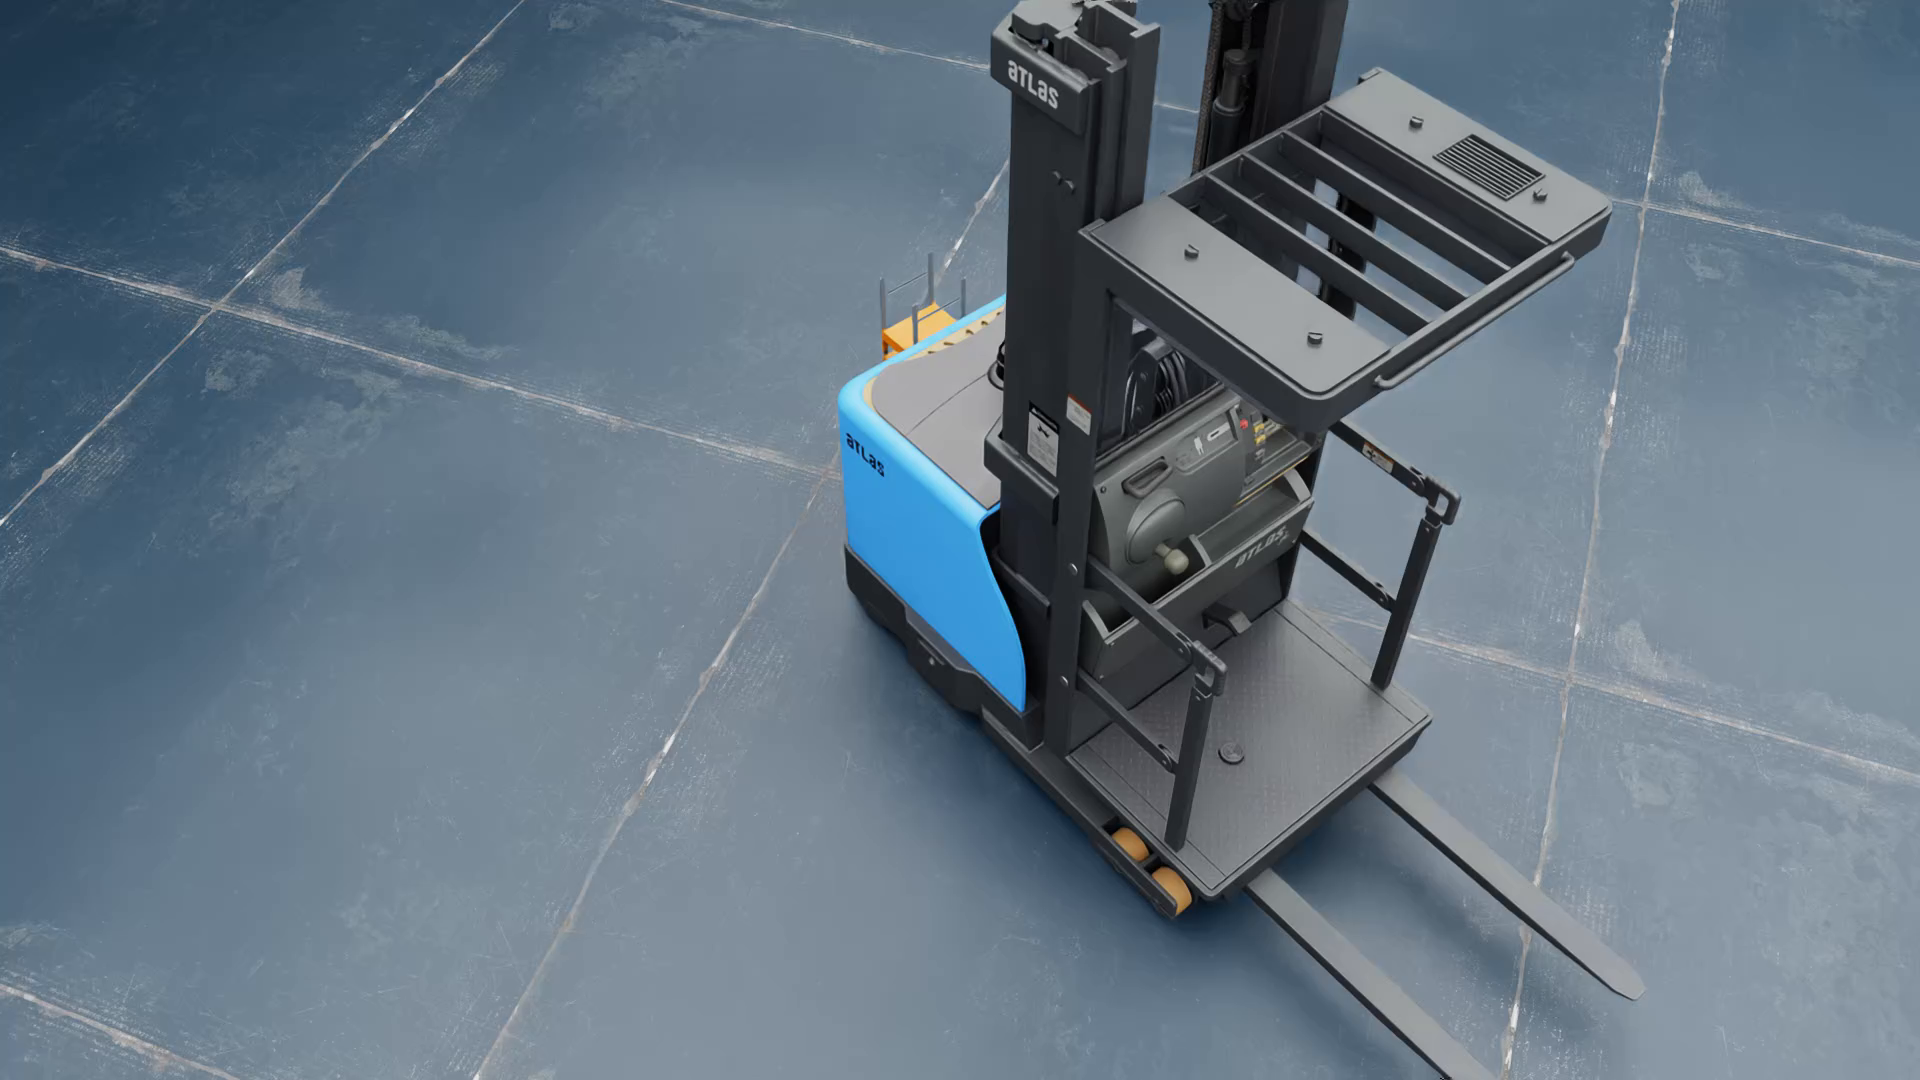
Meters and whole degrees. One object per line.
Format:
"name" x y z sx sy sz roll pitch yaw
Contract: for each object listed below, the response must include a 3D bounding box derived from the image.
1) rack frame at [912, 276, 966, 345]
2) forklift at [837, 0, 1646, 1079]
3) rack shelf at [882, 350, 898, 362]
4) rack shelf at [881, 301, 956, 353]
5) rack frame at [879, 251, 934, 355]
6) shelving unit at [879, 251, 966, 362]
"rack frame" -0.072 -0.472 6.231 0.240 1.200 0.006 -32 56 -25
"forklift" 0.892 -0.148 4.805 1.130 2.935 3.031 -32 56 -25
"rack shelf" -0.130 -0.653 6.130 0.258 0.103 0.180 -32 56 -25
"rack shelf" -0.130 -0.732 6.039 0.258 0.103 0.180 -32 56 -25
"rack frame" -0.189 -0.578 6.324 0.240 1.200 0.006 -32 56 -25
"shelving unit" -0.130 -0.525 6.278 0.258 1.200 0.189 -32 56 -25
